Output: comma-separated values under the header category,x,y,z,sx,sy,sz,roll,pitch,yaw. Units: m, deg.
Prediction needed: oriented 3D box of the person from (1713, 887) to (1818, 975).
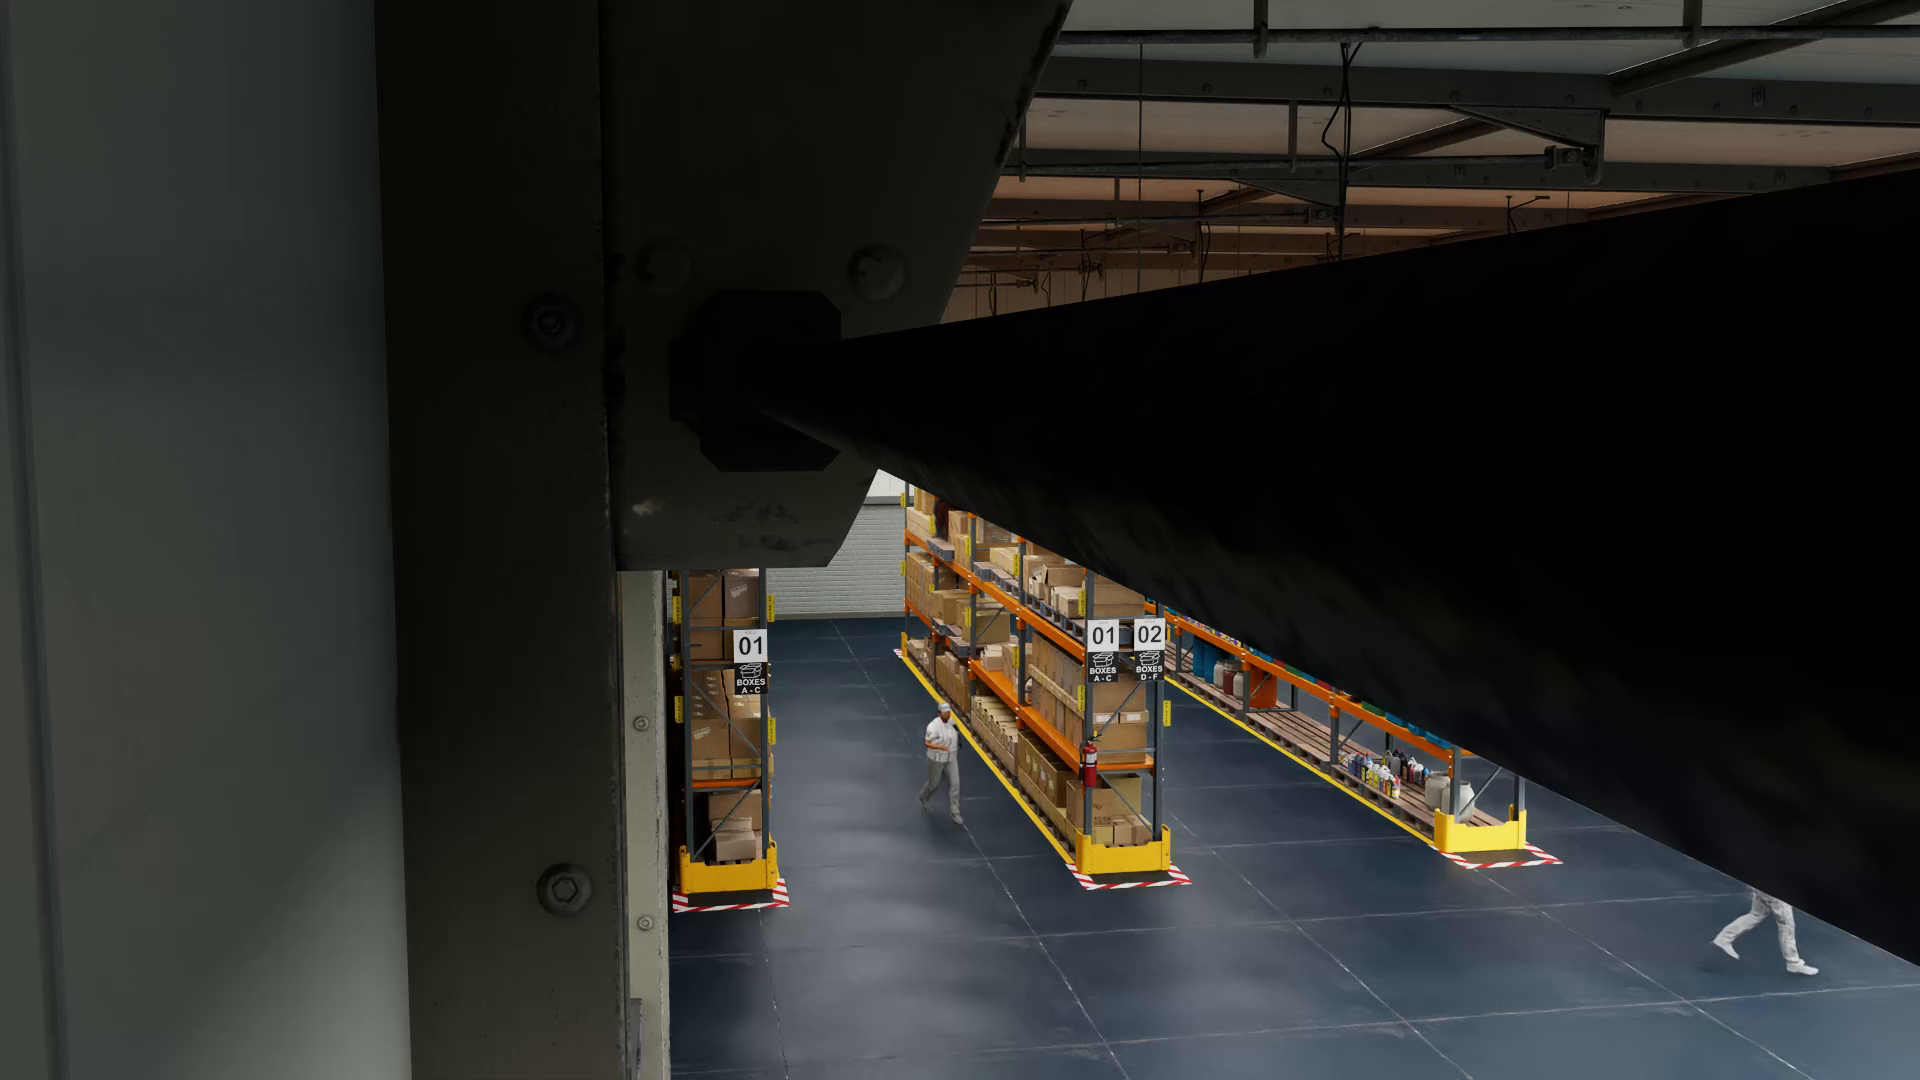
category,x,y,z,sx,sy,sz,roll,pitch,yaw
person,8.453,3.616,17.376,1.001,1.767,0.687,1,6,12

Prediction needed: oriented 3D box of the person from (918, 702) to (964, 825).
category,x,y,z,sx,sy,sz,roll,pitch,yaw
person,-0.265,3.082,23.338,0.577,1.671,0.925,-3,7,-29
